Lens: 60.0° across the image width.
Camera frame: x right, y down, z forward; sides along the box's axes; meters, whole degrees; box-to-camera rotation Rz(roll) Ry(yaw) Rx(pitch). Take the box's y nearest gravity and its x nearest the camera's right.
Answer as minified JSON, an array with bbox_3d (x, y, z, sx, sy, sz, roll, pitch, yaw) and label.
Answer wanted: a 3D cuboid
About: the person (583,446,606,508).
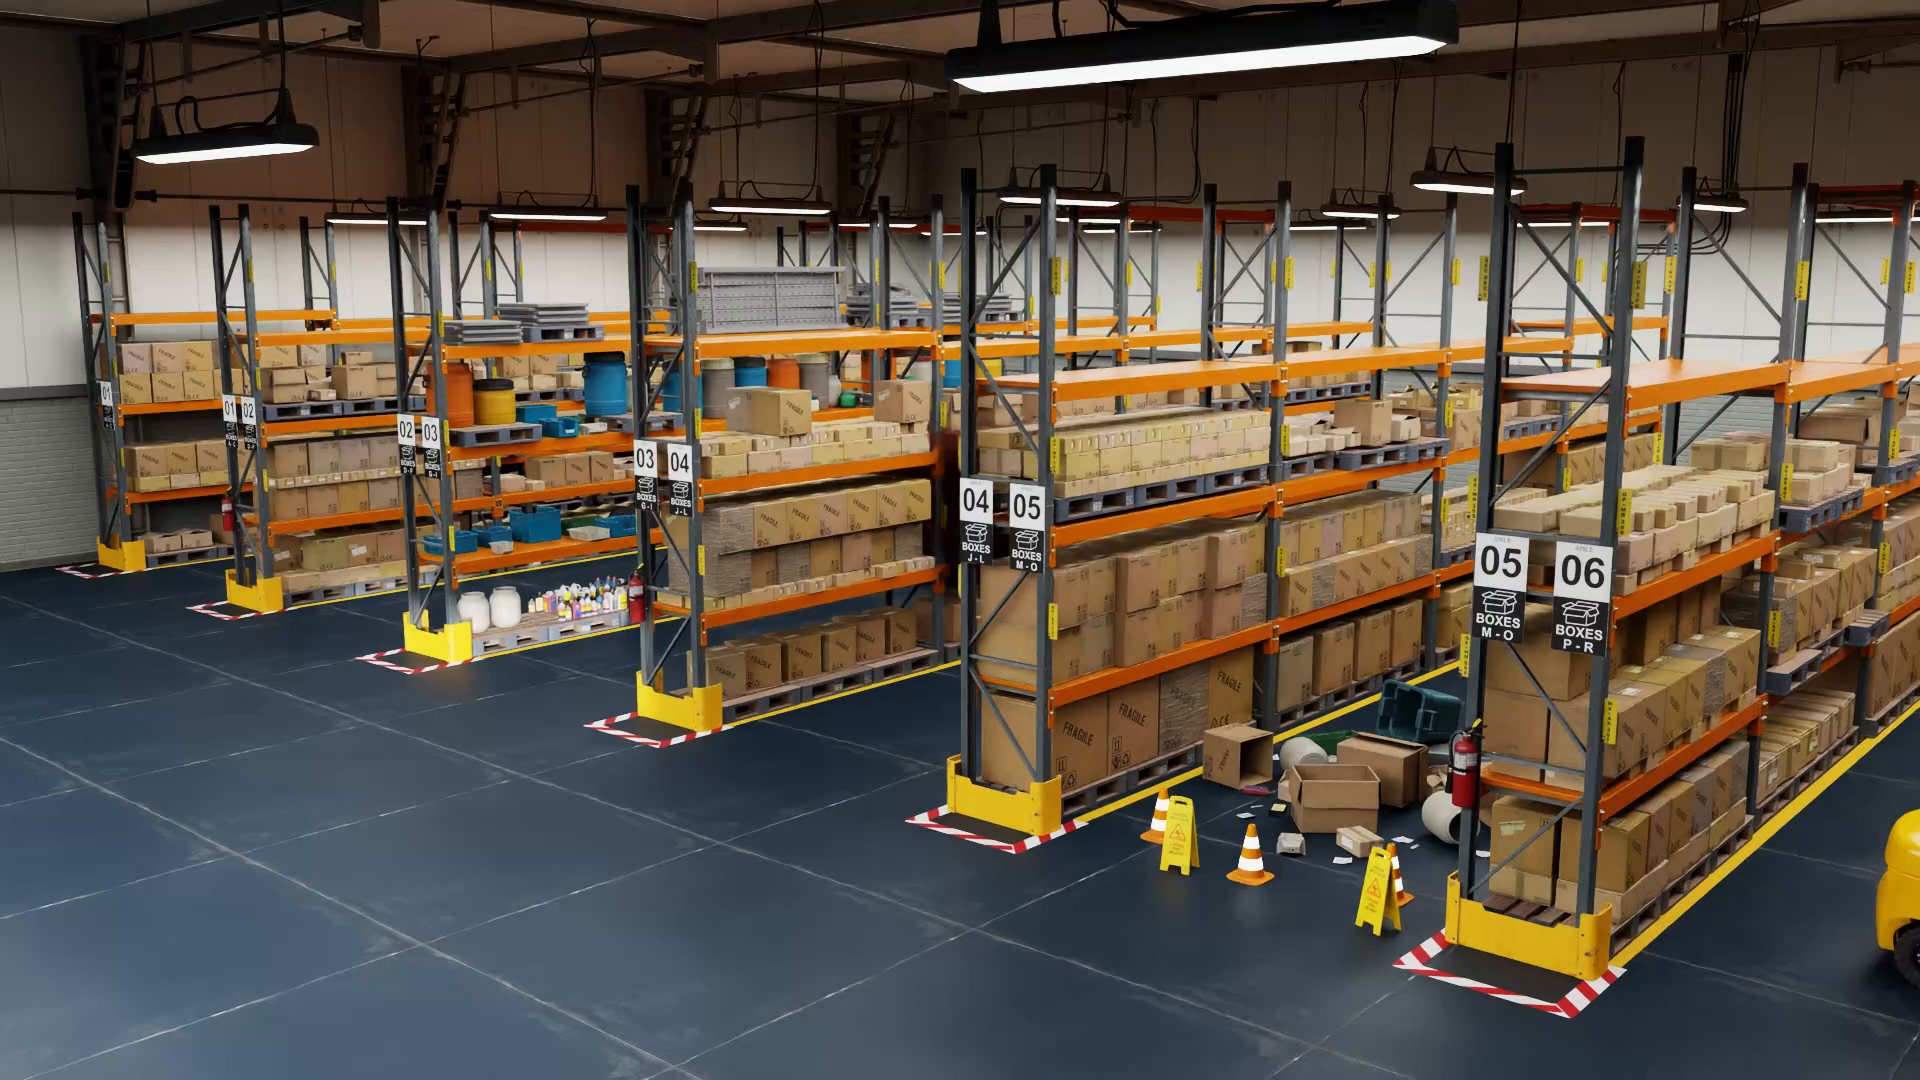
[{"bbox_3d":[-7.326,-1.135,33.143,0.418,1.578,1.039,8,12,39],"label":"person"}]
